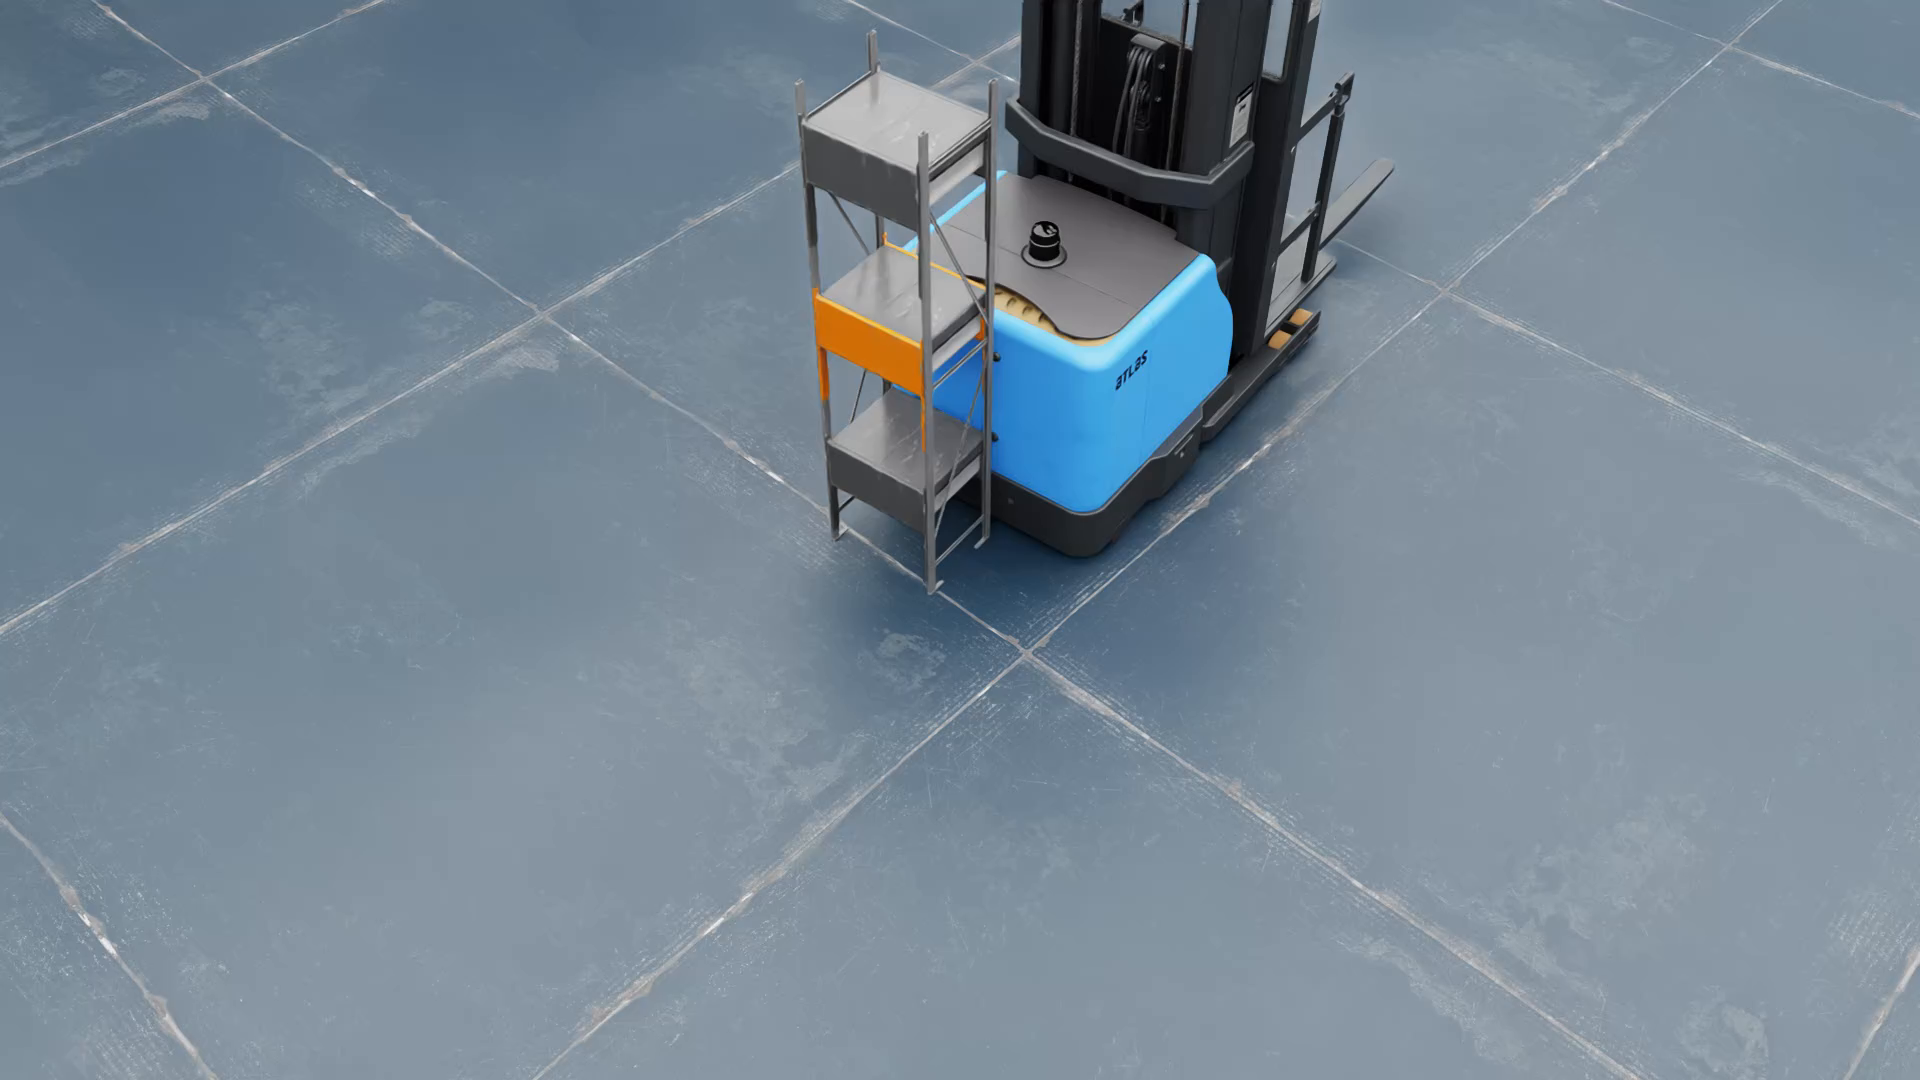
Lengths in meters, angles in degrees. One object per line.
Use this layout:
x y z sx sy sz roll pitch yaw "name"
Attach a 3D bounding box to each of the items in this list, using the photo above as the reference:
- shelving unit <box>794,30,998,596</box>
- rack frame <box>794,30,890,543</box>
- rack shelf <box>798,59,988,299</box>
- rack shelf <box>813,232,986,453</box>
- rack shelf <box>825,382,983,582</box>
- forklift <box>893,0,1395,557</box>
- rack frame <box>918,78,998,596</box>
-0.200 -0.723 5.989 0.503 2.100 0.431 28 53 24 "shelving unit"
-0.396 -0.829 6.088 0.015 2.100 0.400 28 53 24 "rack frame"
-0.200 -1.193 5.488 0.480 0.518 0.431 28 53 24 "rack shelf"
-0.200 -0.714 5.999 0.480 0.518 0.431 28 53 24 "rack shelf"
-0.200 -0.235 6.509 0.480 0.518 0.431 28 53 24 "rack shelf"
0.978 -1.970 6.589 1.130 2.935 3.031 28 53 24 "forklift"
-0.003 -0.617 5.889 0.015 2.100 0.400 28 53 24 "rack frame"
